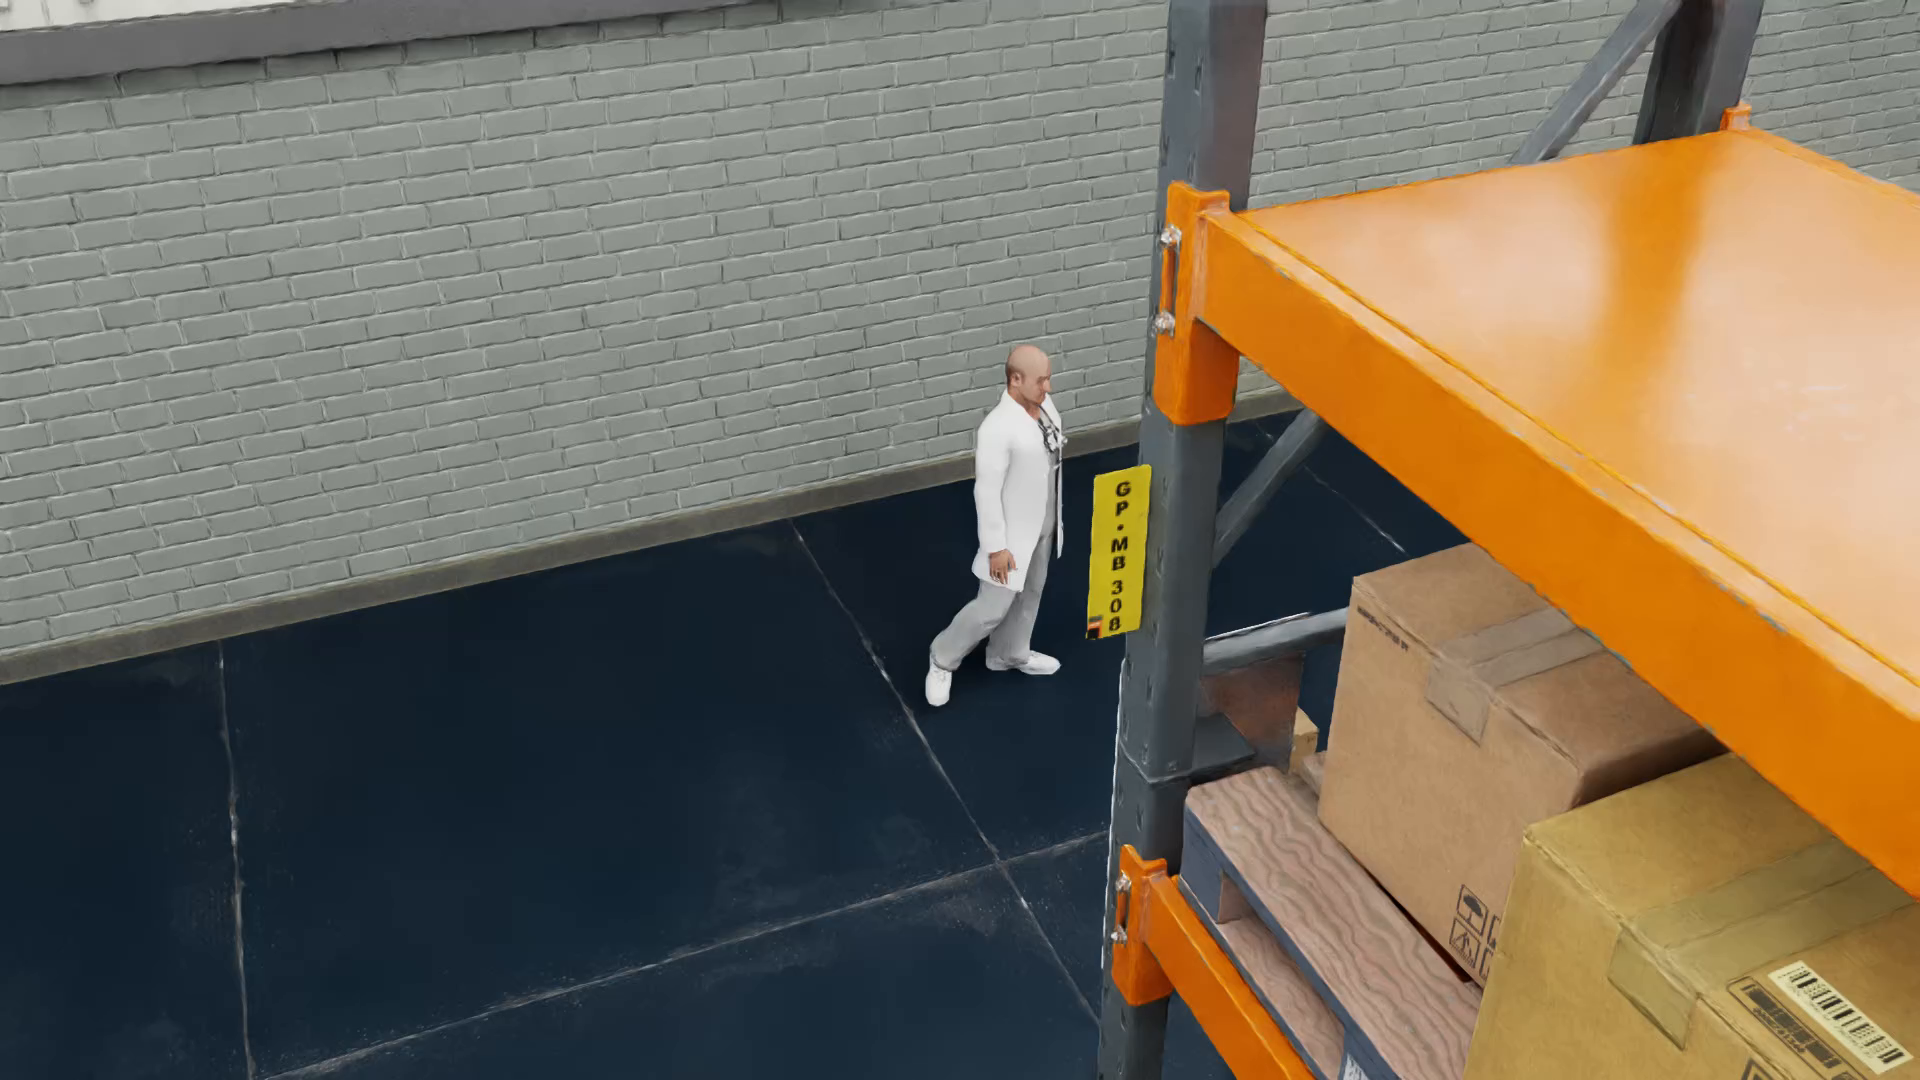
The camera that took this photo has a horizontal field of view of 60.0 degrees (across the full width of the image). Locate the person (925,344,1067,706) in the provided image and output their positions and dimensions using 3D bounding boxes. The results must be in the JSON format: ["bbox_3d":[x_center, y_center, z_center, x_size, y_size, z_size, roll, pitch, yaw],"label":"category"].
[{"bbox_3d":[0.154,-0.060,7.631,0.550,1.771,0.788,19,38,27],"label":"person"}]
